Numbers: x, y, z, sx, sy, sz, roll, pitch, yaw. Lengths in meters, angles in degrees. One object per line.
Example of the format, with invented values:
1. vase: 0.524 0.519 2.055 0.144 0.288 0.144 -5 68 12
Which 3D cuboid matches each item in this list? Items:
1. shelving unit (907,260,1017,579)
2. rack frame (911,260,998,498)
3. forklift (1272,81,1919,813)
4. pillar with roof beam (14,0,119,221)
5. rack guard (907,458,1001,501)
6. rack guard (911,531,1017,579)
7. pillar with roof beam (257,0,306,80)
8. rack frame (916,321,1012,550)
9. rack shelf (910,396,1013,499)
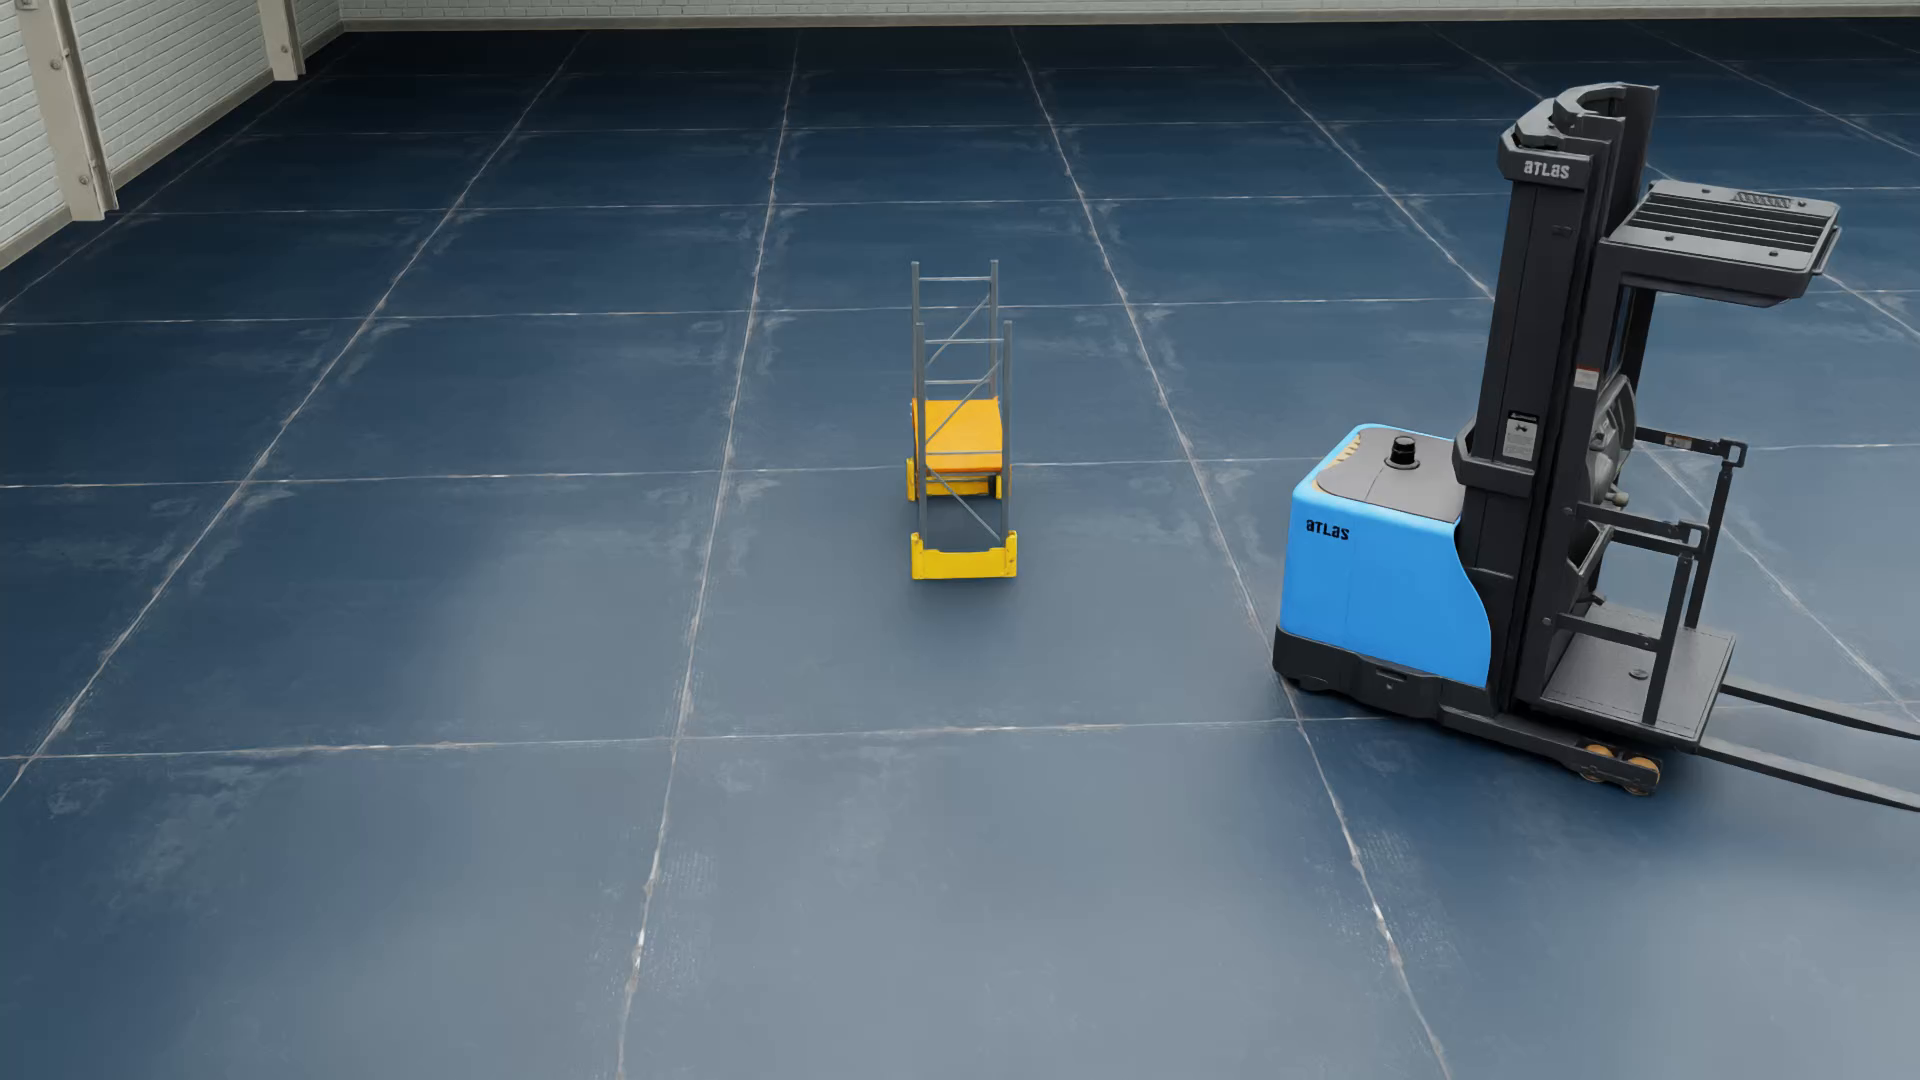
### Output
1. shelving unit: -0.004 -0.700 9.471 0.587 1.500 1.083 -1 28 -3
2. rack frame: -0.031 -0.939 9.929 0.500 1.500 0.032 -1 28 -3
3. forklift: 3.100 -0.425 7.396 3.031 2.935 1.130 16 31 27
4. pillar with roof beam: -3.828 -7.151 13.730 9.100 9.000 0.400 -1 28 -3
5. rack guard: -0.030 -0.376 10.201 0.587 0.250 0.087 -1 28 -3
6. rack guard: 0.022 0.084 9.319 0.587 0.250 0.087 -1 28 -3
7. pillar with roof beam: -4.142 -9.922 19.043 9.100 9.000 0.400 -1 28 -3
8. rack frame: 0.022 -0.470 9.029 0.500 1.500 0.032 -1 28 -3
9. rack shelf: -0.004 -0.545 9.562 0.538 0.185 1.000 -1 28 -3
